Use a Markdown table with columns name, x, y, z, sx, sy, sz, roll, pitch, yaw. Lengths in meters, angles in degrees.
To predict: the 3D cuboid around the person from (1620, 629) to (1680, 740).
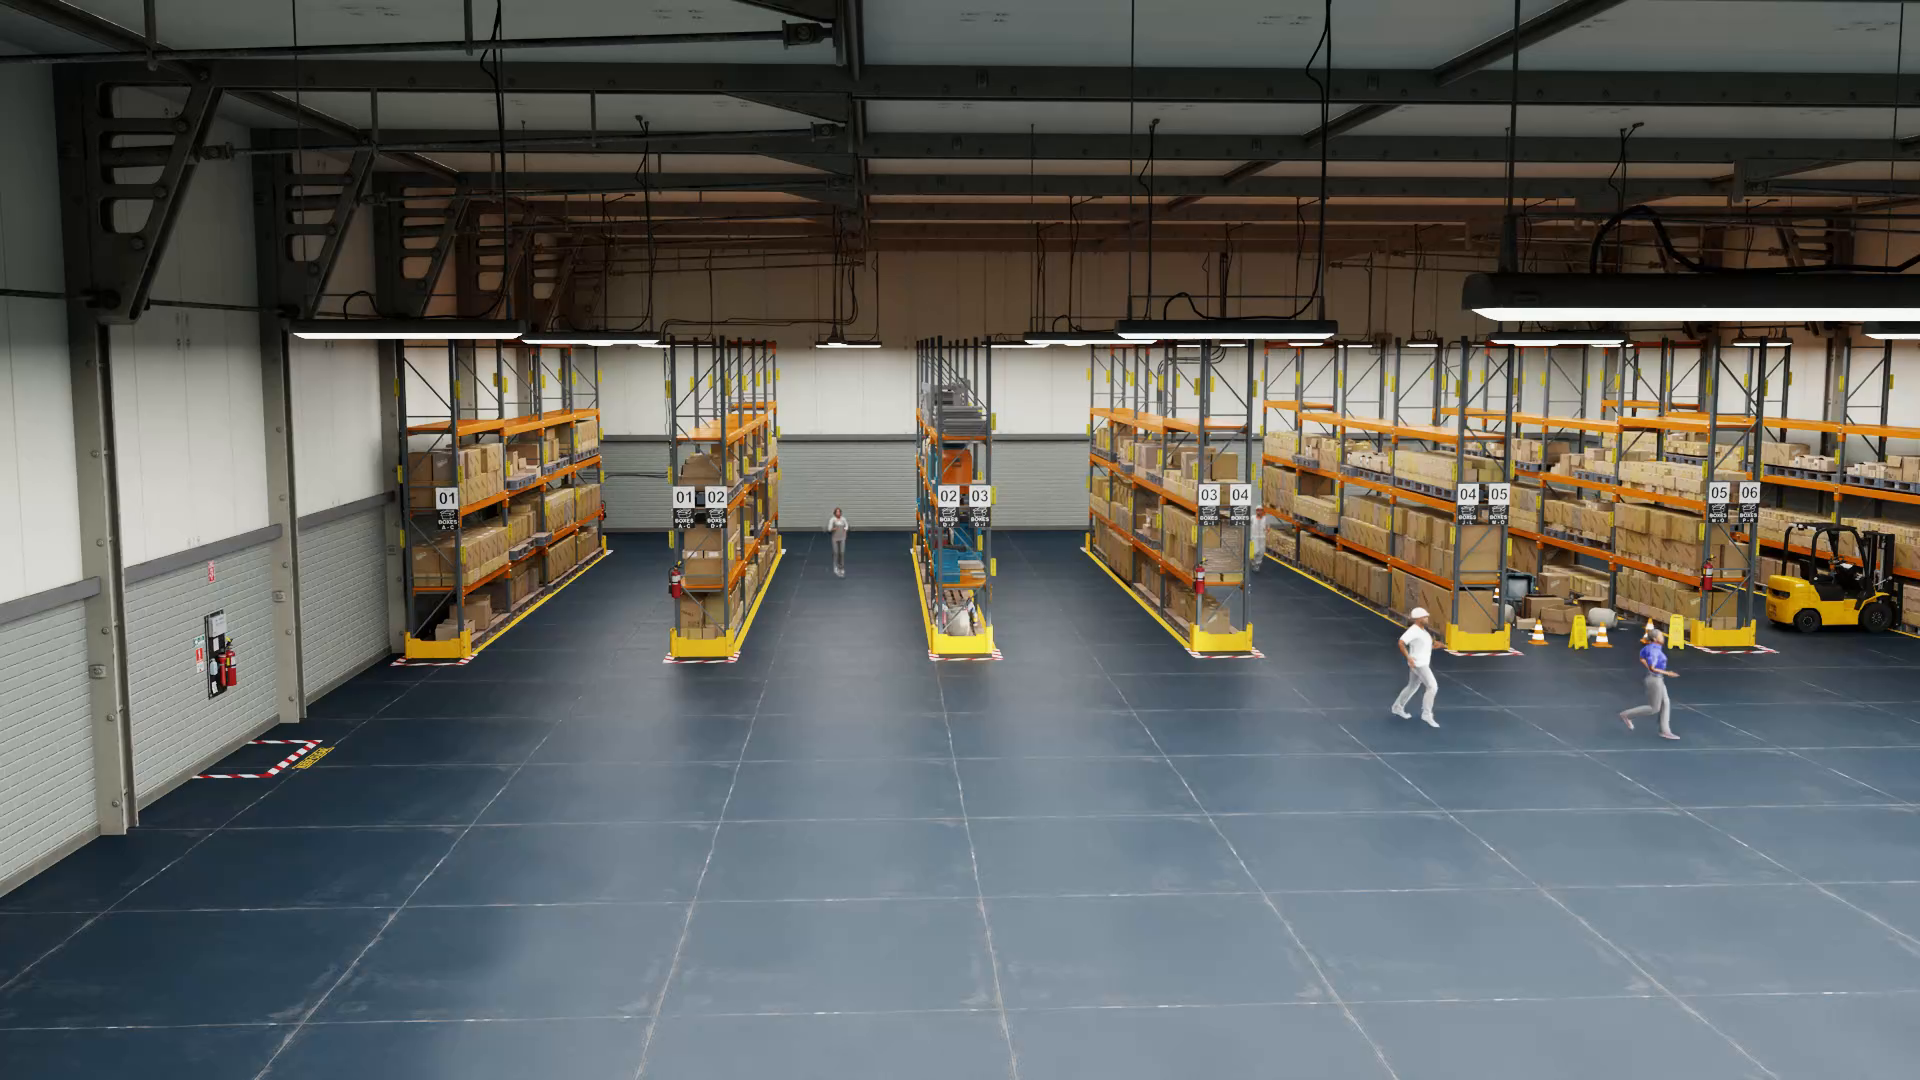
| name | x | y | z | sx | sy | sz | roll | pitch | yaw |
| --- | --- | --- | --- | --- | --- | --- | --- | --- | --- |
| person | 10.233 | 2.133 | 24.589 | 0.851 | 1.634 | 0.556 | 2 | 7 | 20 |

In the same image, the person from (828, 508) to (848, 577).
| name | x | y | z | sx | sy | sz | roll | pitch | yaw |
| --- | --- | --- | --- | --- | --- | --- | --- | --- | --- |
| person | -2.956 | 0.042 | 40.452 | 0.517 | 1.642 | 0.671 | -1 | 7 | -12 |

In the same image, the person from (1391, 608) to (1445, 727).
| name | x | y | z | sx | sy | sz | roll | pitch | yaw |
| --- | --- | --- | --- | --- | --- | --- | --- | --- | --- |
| person | 7.042 | 1.949 | 25.551 | 0.777 | 1.831 | 0.672 | 2 | 7 | 18 |

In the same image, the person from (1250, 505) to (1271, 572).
| name | x | y | z | sx | sy | sz | roll | pitch | yaw |
| --- | --- | --- | --- | --- | --- | --- | --- | --- | --- |
| person | 7.689 | -0.026 | 42.813 | 0.651 | 1.742 | 0.640 | -1 | 7 | -4 |
